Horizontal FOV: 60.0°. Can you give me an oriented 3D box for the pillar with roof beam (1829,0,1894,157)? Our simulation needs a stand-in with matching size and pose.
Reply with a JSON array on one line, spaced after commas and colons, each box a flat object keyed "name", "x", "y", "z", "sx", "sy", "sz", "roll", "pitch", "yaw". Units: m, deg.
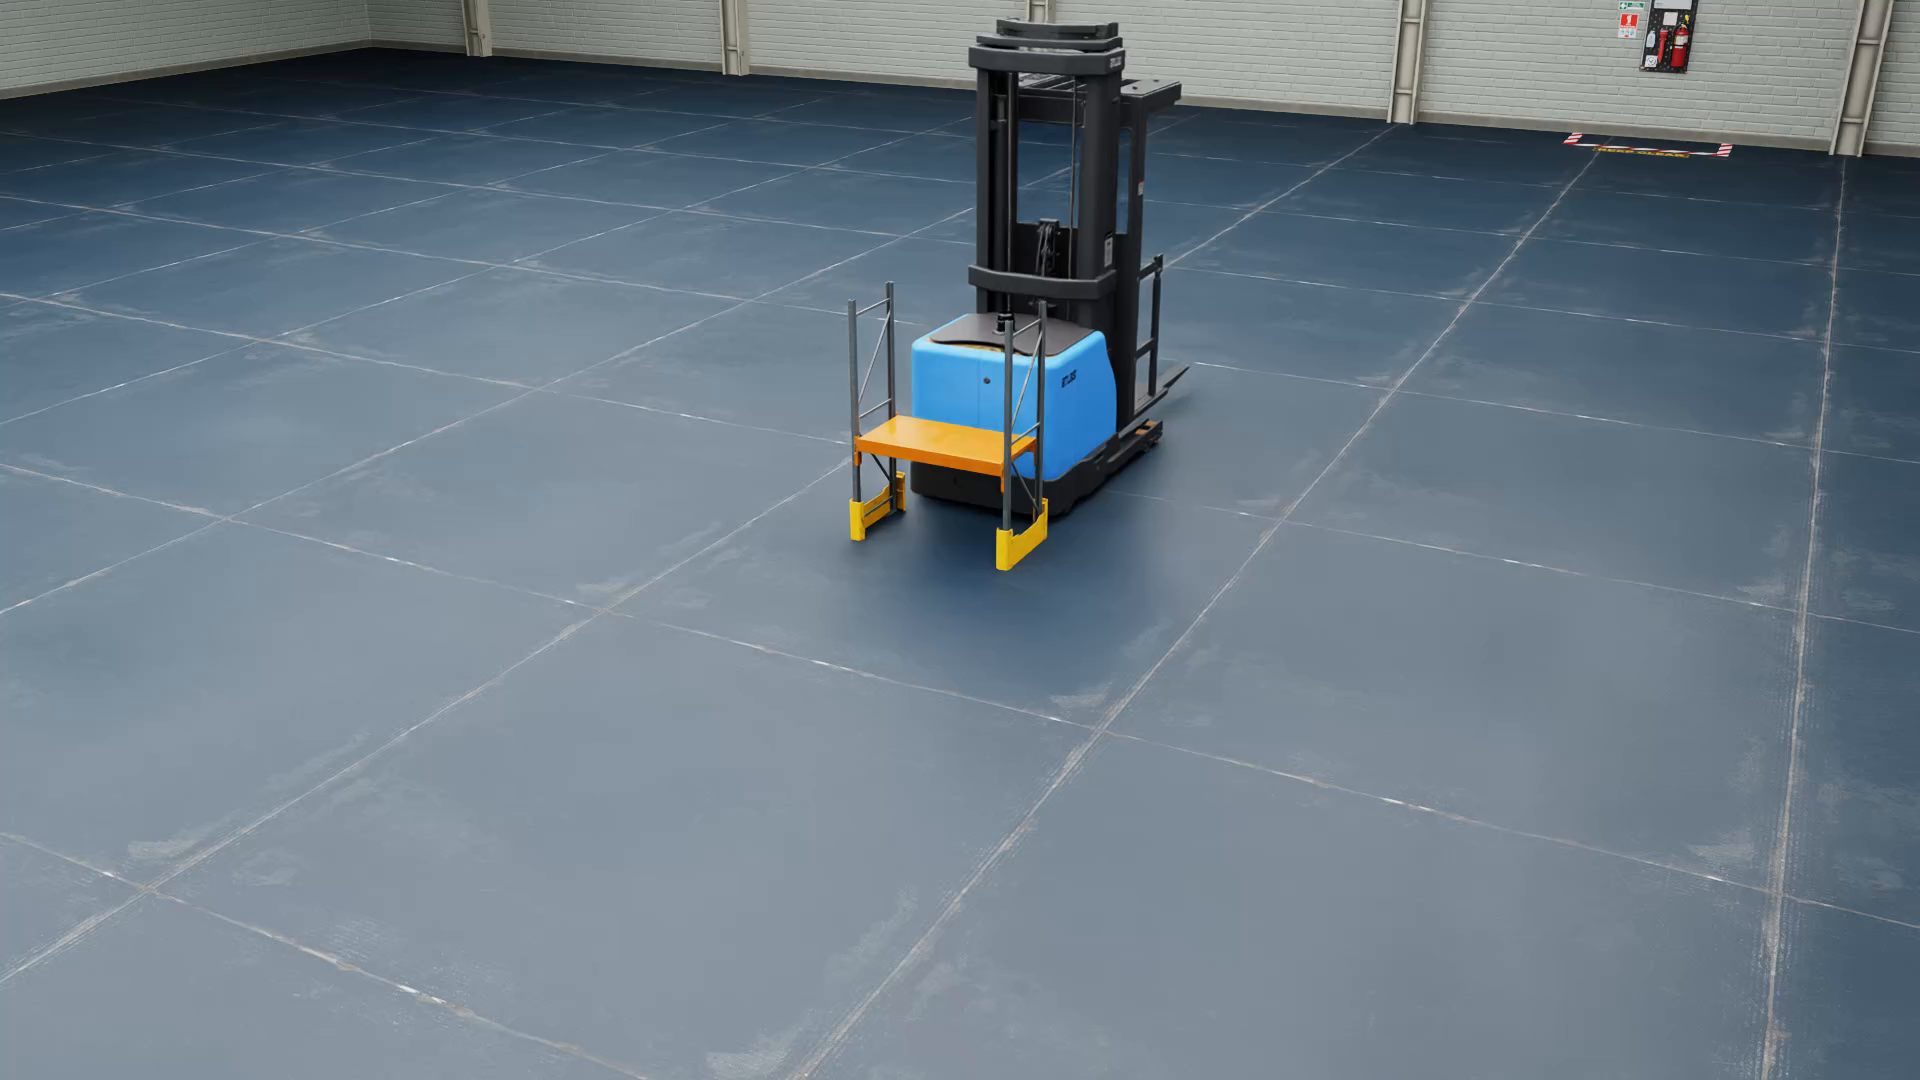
[{"name": "pillar with roof beam", "x": 10.082, "y": -7.883, "z": 17.288, "sx": 0.400, "sy": 9.000, "sz": 9.100, "roll": 11, "pitch": 25, "yaw": 25}]

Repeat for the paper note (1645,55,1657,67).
[{"name": "paper note", "x": 9.709, "y": -6.726, "z": 23.358, "sx": 0.142, "sy": 0.148, "sz": 0.016, "roll": 11, "pitch": 25, "yaw": 25}]

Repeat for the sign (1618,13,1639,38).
[{"name": "sign", "x": 9.389, "y": -7.226, "z": 23.362, "sx": 0.234, "sy": 0.329, "sz": 0.001, "roll": 11, "pitch": 25, "yaw": 25}]

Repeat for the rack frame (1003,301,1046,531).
[{"name": "rack frame", "x": 0.378, "y": -0.615, "z": 9.781, "sx": 0.032, "sy": 1.500, "sz": 0.500, "roll": 11, "pitch": 25, "yaw": 25}]

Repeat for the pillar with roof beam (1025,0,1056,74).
[{"name": "pillar with roof beam", "x": -0.627, "y": -10.002, "z": 22.271, "sx": 0.400, "sy": 9.000, "sz": 9.100, "roll": 11, "pitch": 25, "yaw": 25}]

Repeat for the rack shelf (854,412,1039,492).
[{"name": "rack shelf", "x": -0.076, "y": -0.540, "z": 10.062, "sx": 1.000, "sy": 0.185, "sz": 0.538, "roll": 11, "pitch": 25, "yaw": 25}]

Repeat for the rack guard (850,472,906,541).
[{"name": "rack guard", "x": -0.512, "y": -0.216, "z": 10.440, "sx": 0.087, "sy": 0.250, "sz": 0.587, "roll": 11, "pitch": 25, "yaw": 25}]

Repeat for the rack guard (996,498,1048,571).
[{"name": "rack guard", "x": 0.376, "y": -0.041, "z": 10.026, "sx": 0.087, "sy": 0.250, "sz": 0.587, "roll": 11, "pitch": 25, "yaw": 25}]

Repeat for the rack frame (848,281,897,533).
[{"name": "rack frame", "x": -0.530, "y": -0.795, "z": 10.203, "sx": 0.032, "sy": 1.500, "sz": 0.500, "roll": 11, "pitch": 25, "yaw": 25}]

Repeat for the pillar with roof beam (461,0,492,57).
[{"name": "pillar with roof beam", "x": -11.336, "y": -12.121, "z": 27.253, "sx": 0.400, "sy": 9.000, "sz": 9.100, "roll": 11, "pitch": 25, "yaw": 25}]

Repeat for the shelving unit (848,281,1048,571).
[{"name": "shelving unit", "x": -0.068, "y": -0.704, "z": 9.988, "sx": 1.083, "sy": 1.500, "sz": 0.587, "roll": 11, "pitch": 25, "yaw": 25}]

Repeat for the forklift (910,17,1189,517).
[{"name": "forklift", "x": 0.794, "y": -2.034, "z": 11.288, "sx": 1.130, "sy": 2.935, "sz": 3.031, "roll": 11, "pitch": 25, "yaw": 25}]

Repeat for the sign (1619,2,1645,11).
[{"name": "sign", "x": 9.389, "y": -7.466, "z": 23.250, "sx": 0.331, "sy": 0.109, "sz": 0.001, "roll": 11, "pitch": 25, "yaw": 25}]

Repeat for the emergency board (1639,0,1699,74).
[{"name": "emergency board", "x": 9.836, "y": -7.076, "z": 23.055, "sx": 0.643, "sy": 1.169, "sz": 0.194, "roll": 11, "pitch": 25, "yaw": 25}]

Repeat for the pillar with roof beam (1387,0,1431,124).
[{"name": "pillar with roof beam", "x": 4.728, "y": -8.943, "z": 19.779, "sx": 0.400, "sy": 9.000, "sz": 9.100, "roll": 11, "pitch": 25, "yaw": 25}]

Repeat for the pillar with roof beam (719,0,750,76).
[{"name": "pillar with roof beam", "x": -5.982, "y": -11.062, "z": 24.762, "sx": 0.400, "sy": 9.000, "sz": 9.100, "roll": 11, "pitch": 25, "yaw": 25}]
